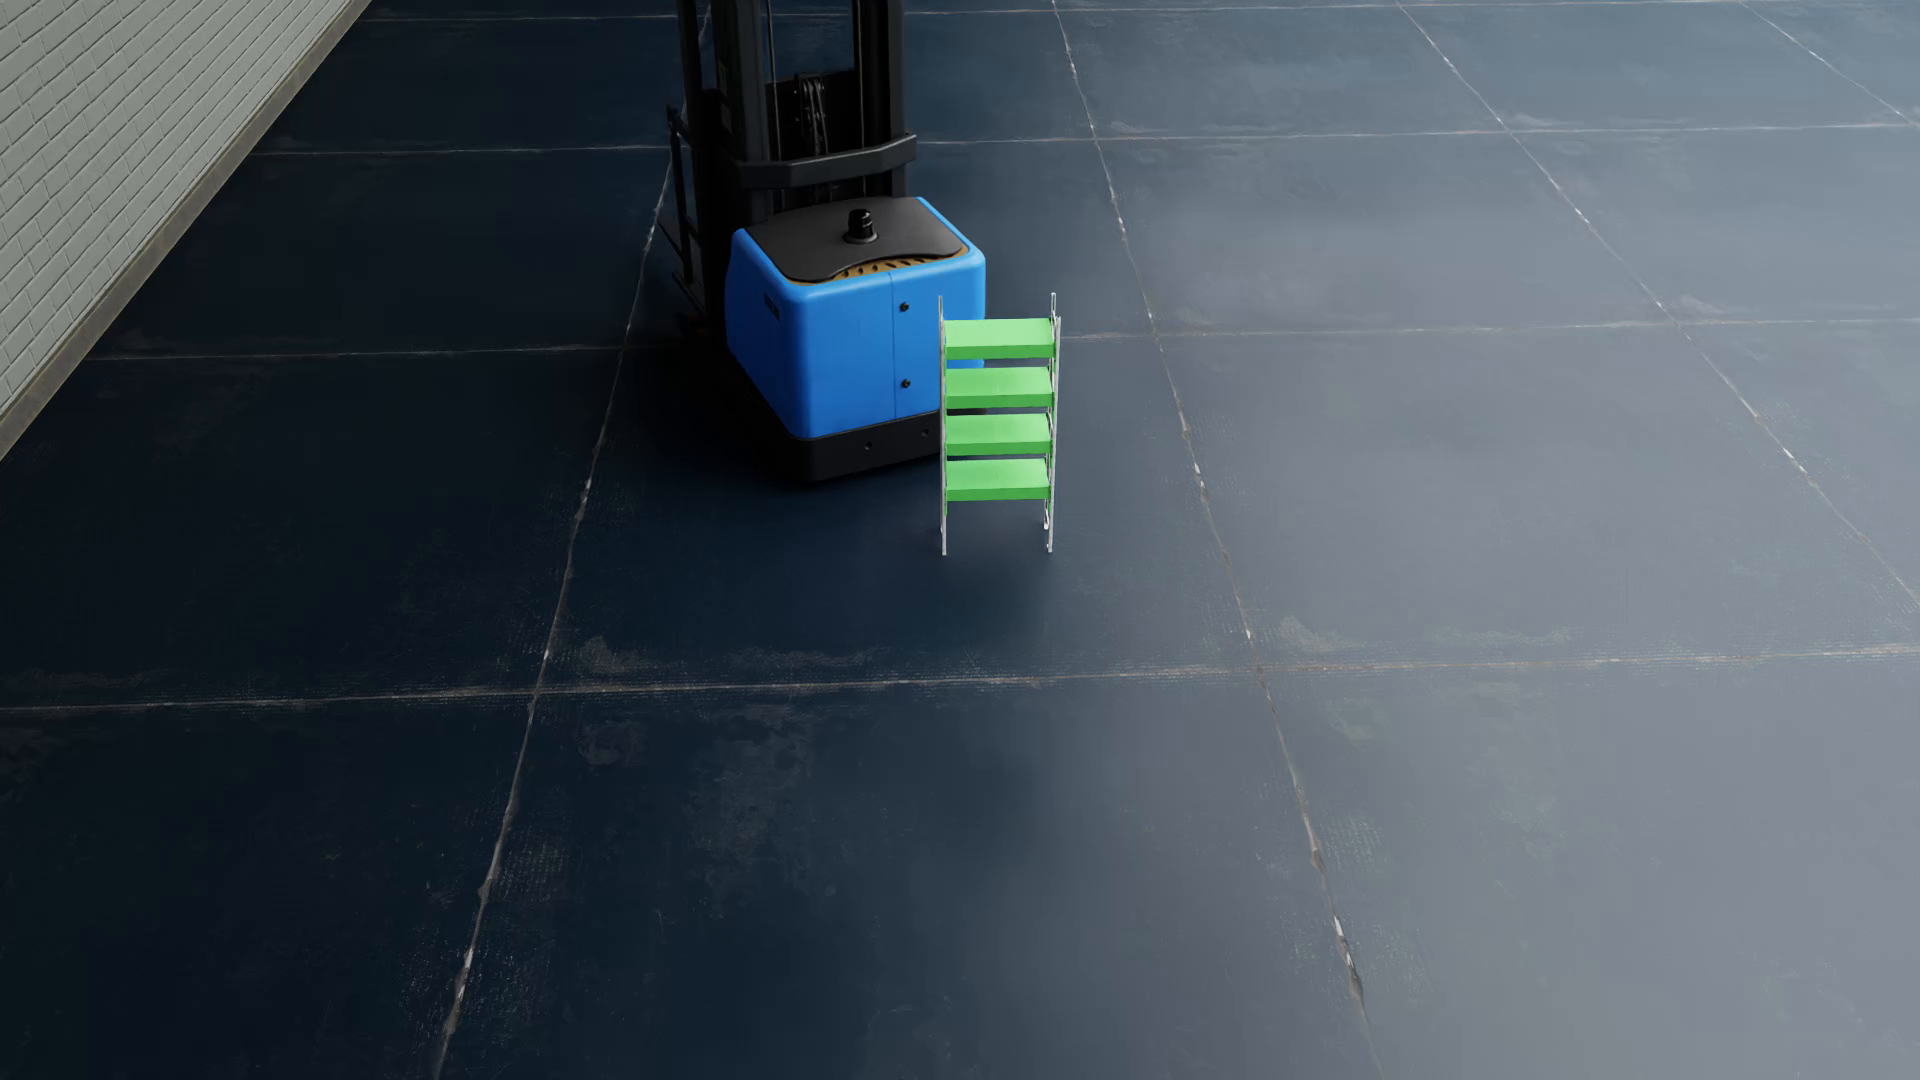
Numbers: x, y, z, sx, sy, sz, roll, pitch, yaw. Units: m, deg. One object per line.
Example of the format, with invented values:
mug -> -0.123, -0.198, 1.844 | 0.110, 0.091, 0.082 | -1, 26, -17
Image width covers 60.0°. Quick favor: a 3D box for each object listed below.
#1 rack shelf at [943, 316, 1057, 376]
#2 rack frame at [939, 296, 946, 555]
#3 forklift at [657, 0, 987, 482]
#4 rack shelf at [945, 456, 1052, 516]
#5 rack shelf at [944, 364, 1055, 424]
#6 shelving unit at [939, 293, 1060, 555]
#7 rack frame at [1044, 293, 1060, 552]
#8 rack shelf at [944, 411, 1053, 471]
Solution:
rack shelf -> 0.165, -0.840, 7.178 | 0.480, 0.148, 0.258 | -2, 35, -2
rack frame -> -0.078, -0.491, 7.405 | 0.015, 1.200, 0.240 | -2, 35, -2
forklift -> -0.932, -2.311, 8.514 | 1.130, 2.935, 3.031 | -14, 37, -20
rack shelf -> 0.165, -0.248, 7.588 | 0.480, 0.148, 0.258 | -2, 35, -2
rack shelf -> 0.165, -0.643, 7.315 | 0.480, 0.148, 0.258 | -2, 35, -2
shelving unit -> 0.165, -0.498, 7.415 | 0.503, 1.200, 0.258 | -2, 35, -2
rack frame -> 0.409, -0.504, 7.424 | 0.015, 1.200, 0.240 | -2, 35, -2
rack shelf -> 0.165, -0.445, 7.451 | 0.480, 0.148, 0.258 | -2, 35, -2
